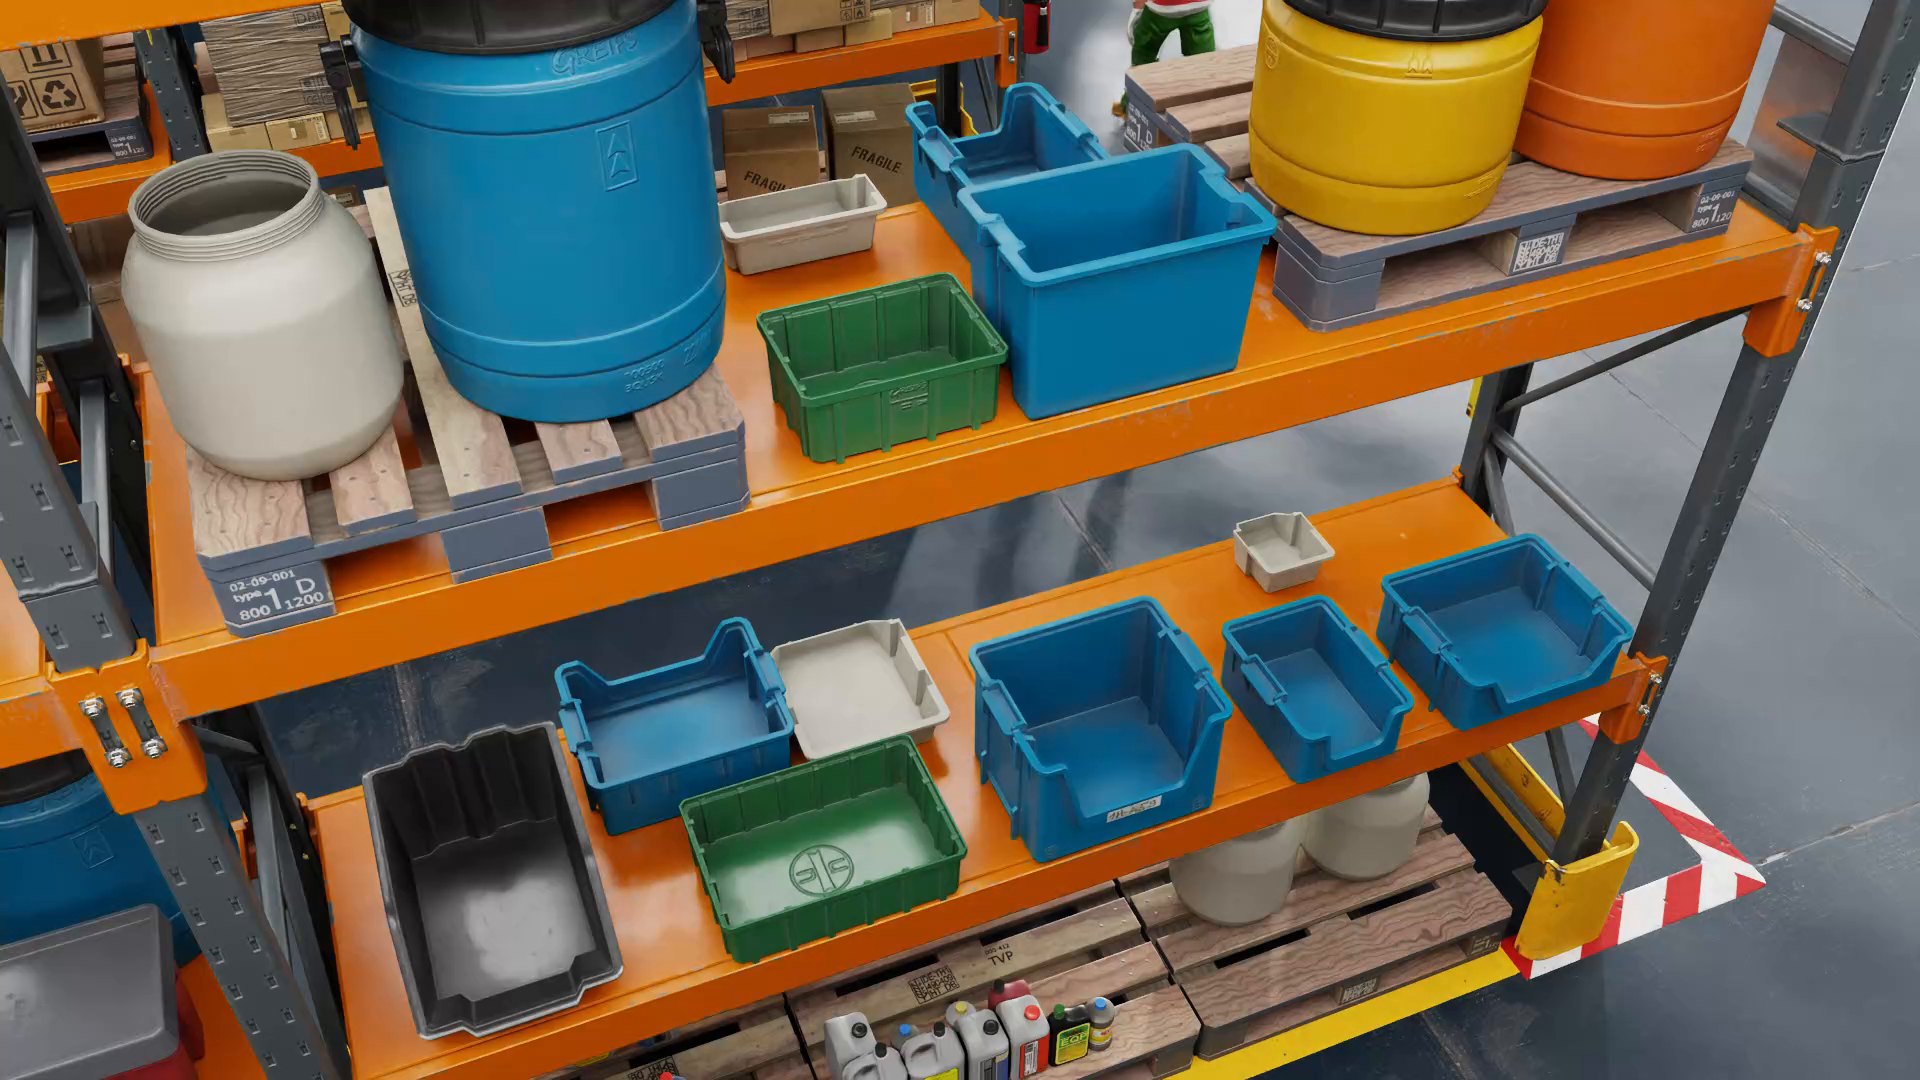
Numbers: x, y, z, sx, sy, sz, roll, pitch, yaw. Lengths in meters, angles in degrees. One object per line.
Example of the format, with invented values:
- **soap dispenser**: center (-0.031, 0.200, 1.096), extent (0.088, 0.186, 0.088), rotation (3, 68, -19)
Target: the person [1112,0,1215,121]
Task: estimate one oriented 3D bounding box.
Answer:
- **person**: center (1.238, -3.171, 9.724), extent (0.715, 1.766, 0.891), rotation (-11, 42, -12)
